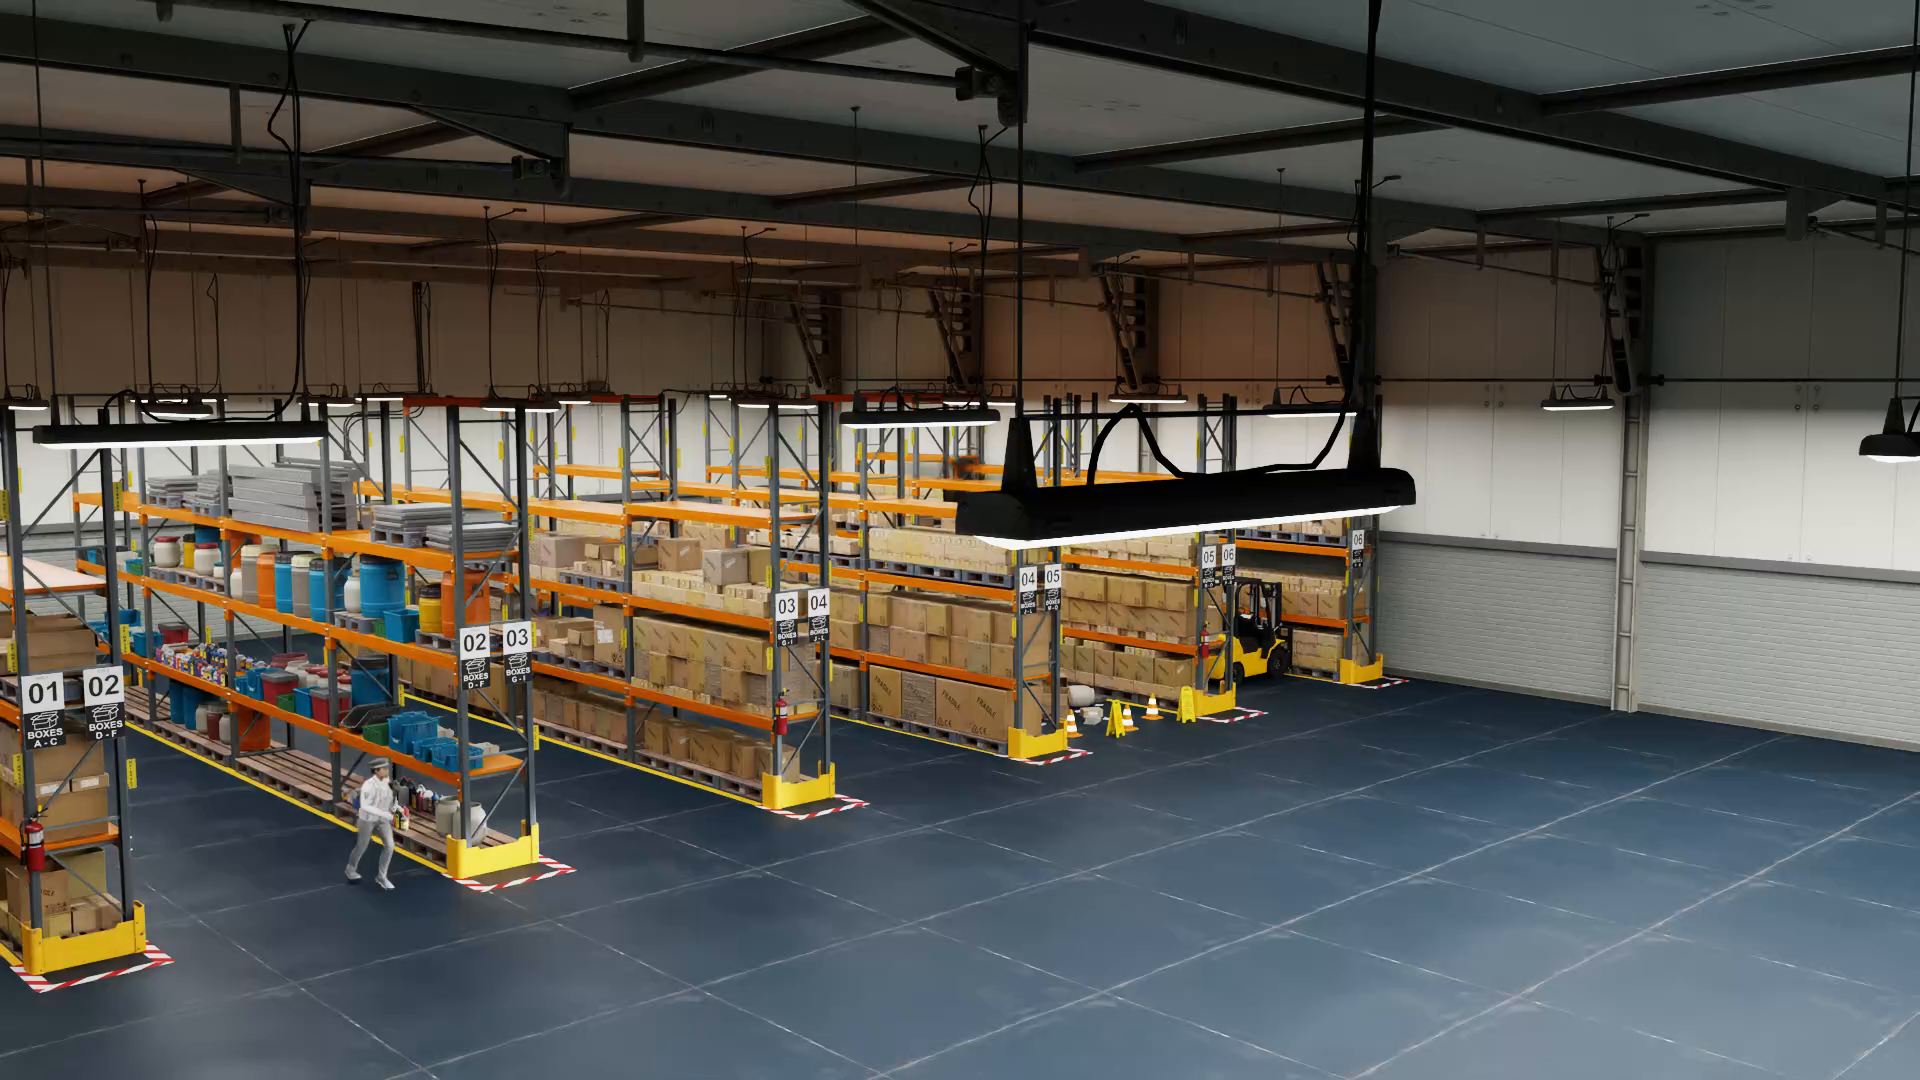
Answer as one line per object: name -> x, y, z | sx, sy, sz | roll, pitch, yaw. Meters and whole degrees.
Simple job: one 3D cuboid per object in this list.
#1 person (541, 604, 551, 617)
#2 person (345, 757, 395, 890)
person -> -8.953, 2.110, 35.767 | 0.959, 1.618, 0.598 | 4, 7, 33
person -> -7.343, 3.523, 20.805 | 0.847, 1.691, 0.585 | 4, 7, 34
